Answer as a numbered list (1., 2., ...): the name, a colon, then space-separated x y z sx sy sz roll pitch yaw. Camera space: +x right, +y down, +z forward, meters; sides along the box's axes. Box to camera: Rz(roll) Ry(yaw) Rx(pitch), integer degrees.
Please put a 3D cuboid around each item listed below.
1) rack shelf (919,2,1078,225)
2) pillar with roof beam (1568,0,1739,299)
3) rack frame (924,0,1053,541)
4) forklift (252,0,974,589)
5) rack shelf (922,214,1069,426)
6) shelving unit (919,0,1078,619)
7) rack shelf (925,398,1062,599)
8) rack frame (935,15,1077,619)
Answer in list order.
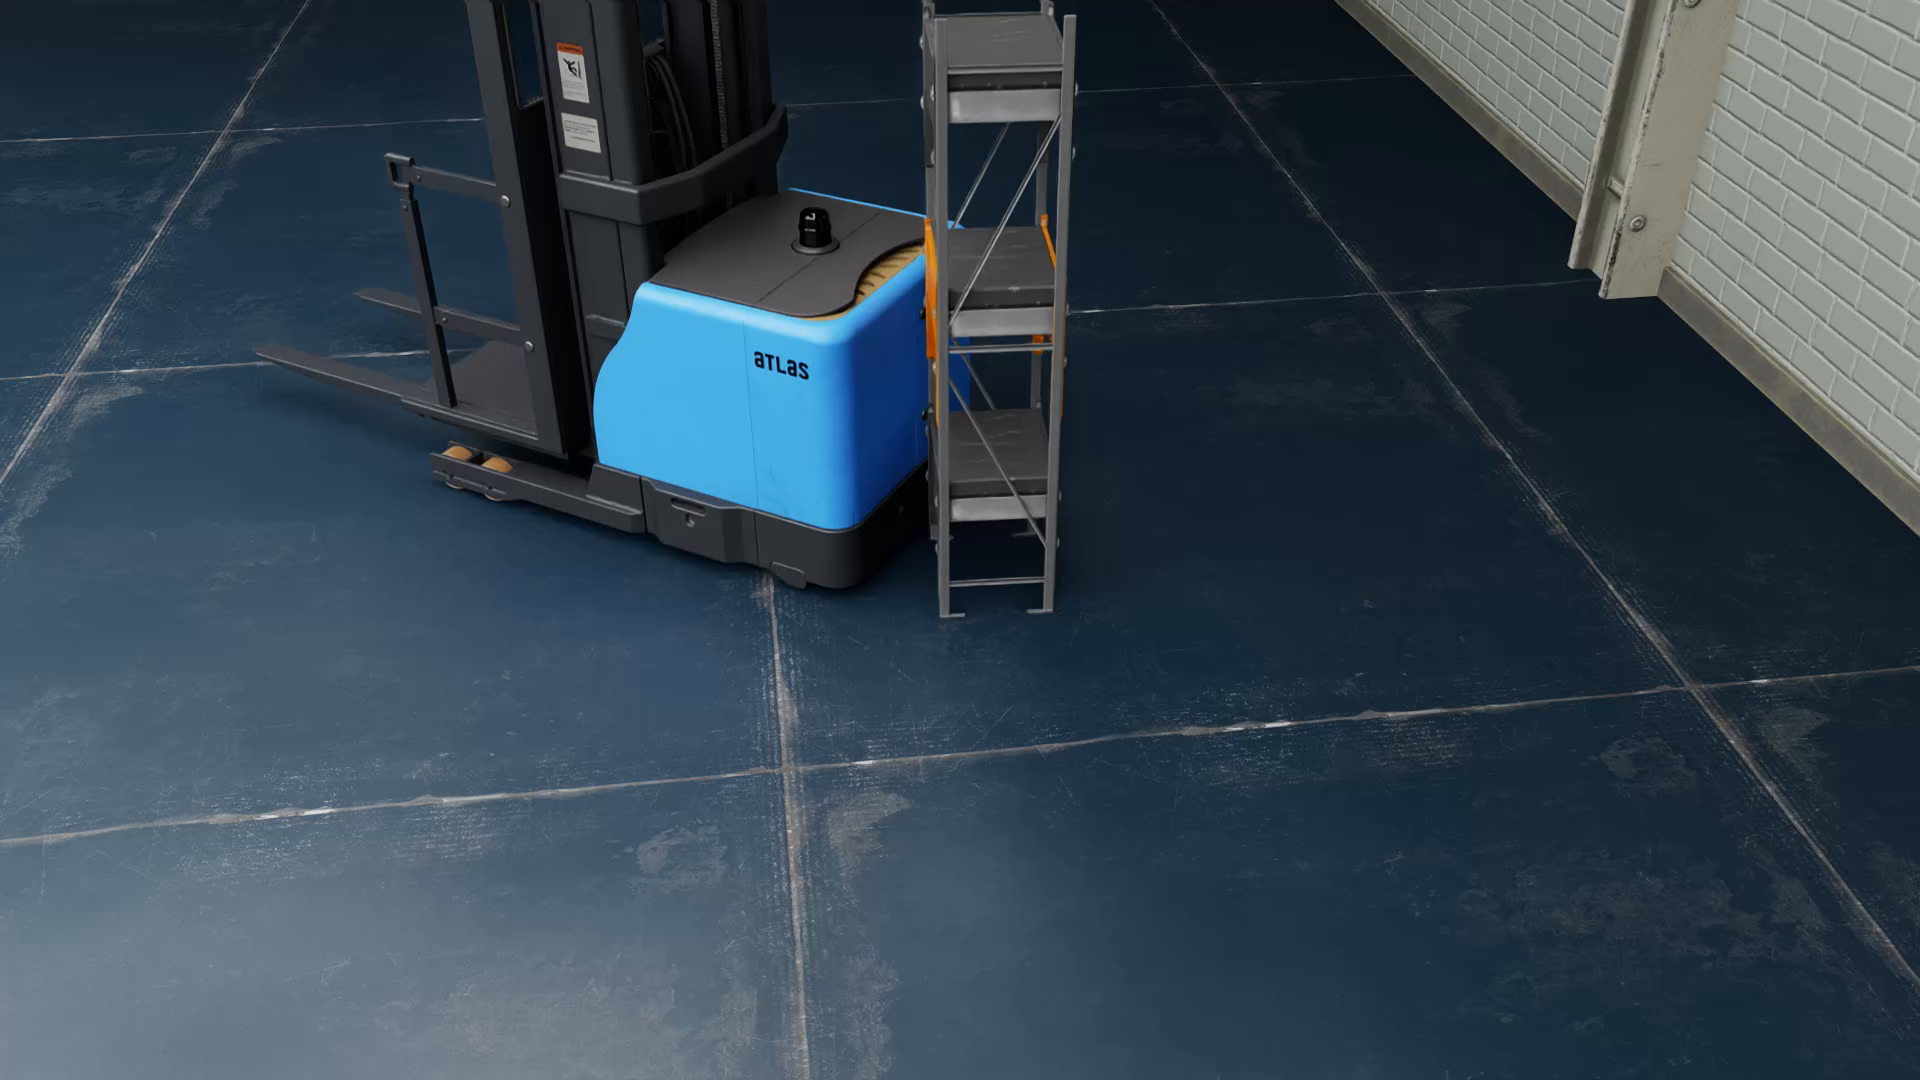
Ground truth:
1. rack shelf: 0.108 -1.307 5.085 0.431 0.518 0.480 -3 34 -4
2. pillar with roof beam: -1.070 -4.665 5.105 9.100 9.000 0.400 -4 35 -6
3. rack frame: 0.088 -0.877 5.672 0.400 2.100 0.015 -3 34 -4
4. forklift: -1.497 -1.610 6.009 3.031 2.935 1.130 16 37 22
5. rack shelf: 0.108 -0.729 5.479 0.431 0.518 0.480 -3 34 -4
6. shelving unit: 0.108 -0.740 5.472 0.431 2.100 0.503 -3 34 -4
7. rack shelf: 0.108 -0.150 5.873 0.431 0.518 0.480 -3 34 -4
8. rack frame: 0.129 -0.603 5.271 0.400 2.100 0.015 -3 34 -4
